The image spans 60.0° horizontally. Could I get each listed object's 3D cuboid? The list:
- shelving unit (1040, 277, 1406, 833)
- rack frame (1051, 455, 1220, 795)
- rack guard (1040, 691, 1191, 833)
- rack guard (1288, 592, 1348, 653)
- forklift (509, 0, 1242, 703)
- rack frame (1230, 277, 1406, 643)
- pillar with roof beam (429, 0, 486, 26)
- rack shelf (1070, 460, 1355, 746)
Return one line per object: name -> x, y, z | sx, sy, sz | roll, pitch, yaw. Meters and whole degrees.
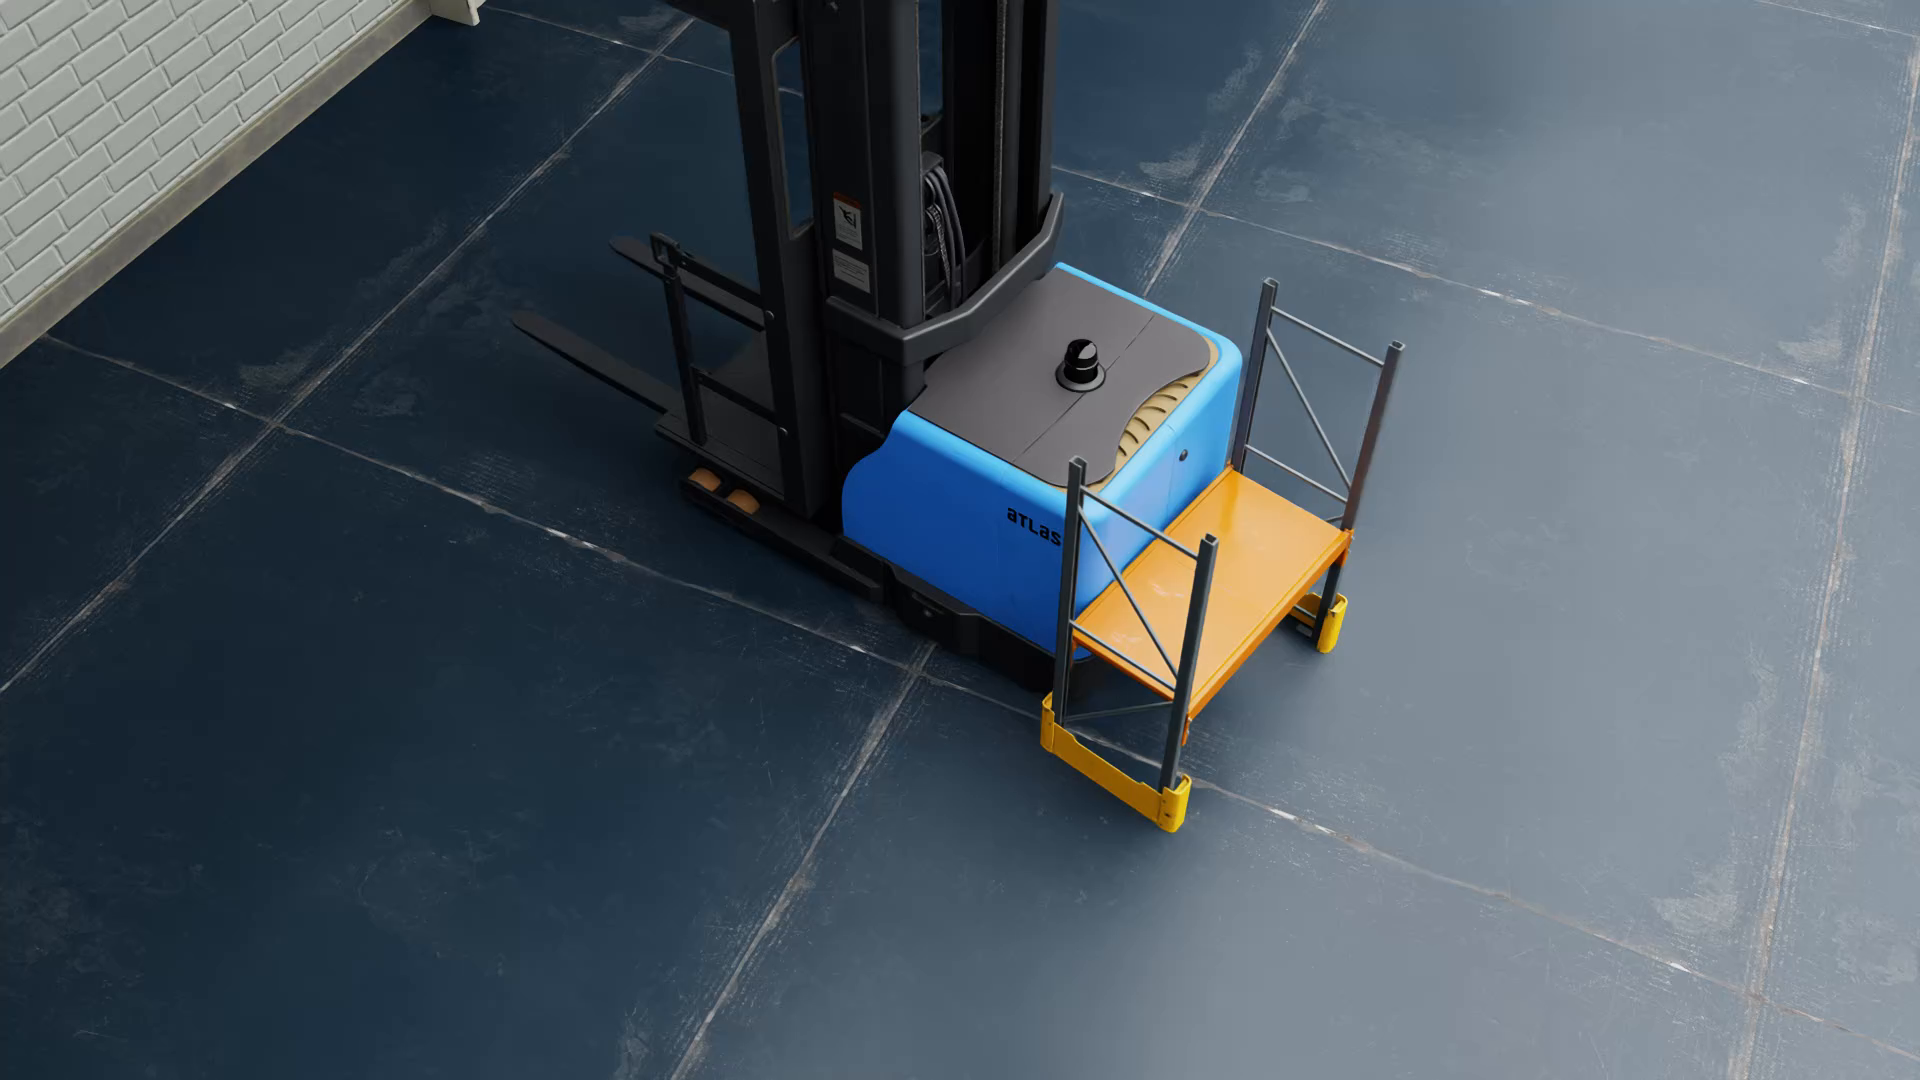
shelving unit -> 0.848, 0.068, 5.522 | 0.587, 1.500, 1.083 | 32, 57, 25
rack frame -> 0.516, 0.371, 5.265 | 0.500, 1.500, 0.032 | 32, 57, 25
rack guard -> 0.529, 0.765, 5.750 | 0.587, 0.250, 0.087 | 32, 57, 25
rack guard -> 1.167, 0.182, 6.246 | 0.587, 0.250, 0.087 | 32, 57, 25
forklift -> -0.500, -1.285, 5.734 | 3.031, 2.935, 1.130 | 29, 55, 22
rack frame -> 1.167, -0.224, 5.771 | 0.500, 1.500, 0.032 | 32, 57, 25
pillar with roof beam -> 1.234, -4.454, 4.447 | 9.100, 9.000, 0.400 | 20, 52, 16
rack shelf -> 0.842, 0.190, 5.655 | 0.538, 0.185, 1.000 | 32, 57, 25
